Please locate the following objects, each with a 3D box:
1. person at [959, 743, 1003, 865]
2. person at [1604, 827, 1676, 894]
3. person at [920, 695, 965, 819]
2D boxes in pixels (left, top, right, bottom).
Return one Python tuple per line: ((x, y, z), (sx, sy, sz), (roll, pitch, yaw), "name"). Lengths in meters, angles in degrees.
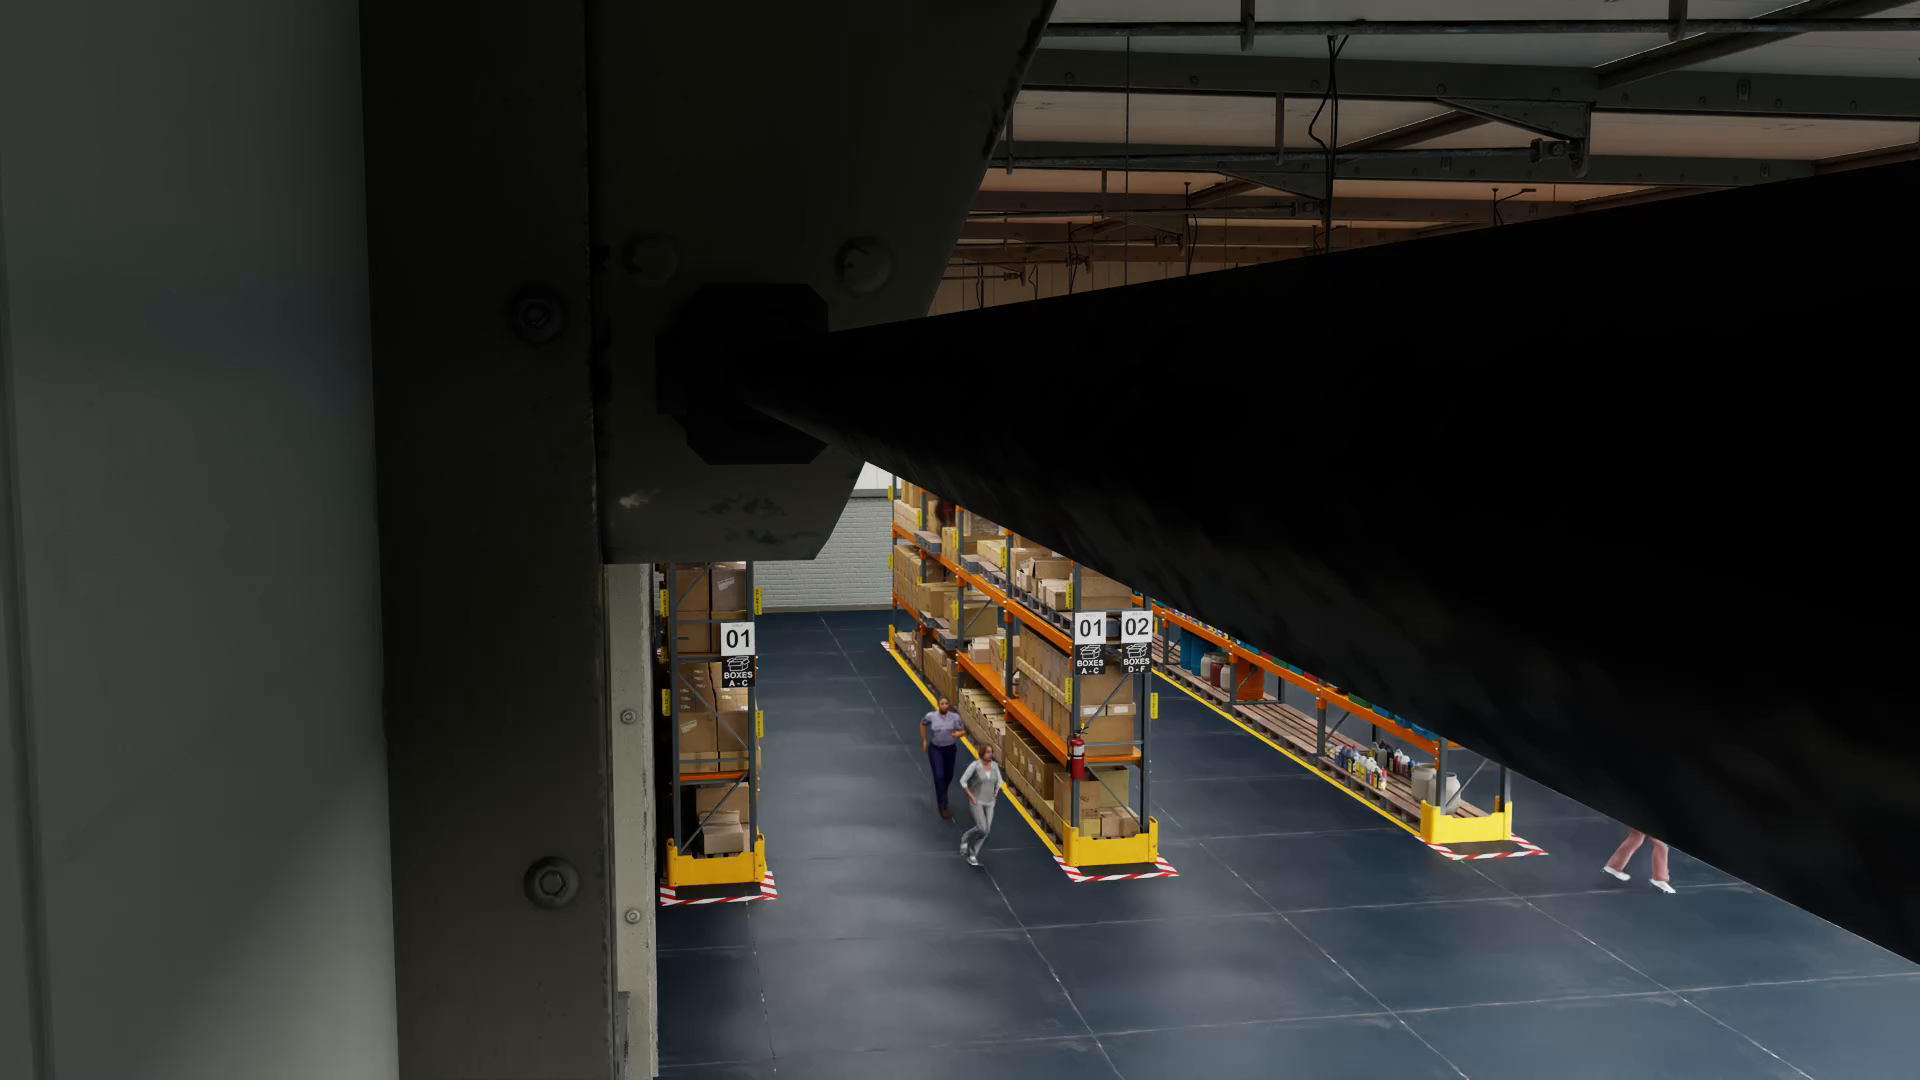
((0.314, 3.328, 20.945), (0.556, 1.511, 0.481), (-3, 7, -27), "person")
((8.175, 3.340, 19.931), (0.807, 1.720, 0.551), (2, 7, 19), "person")
((-0.236, 2.988, 23.277), (0.599, 1.629, 0.919), (-1, 6, -12), "person")
